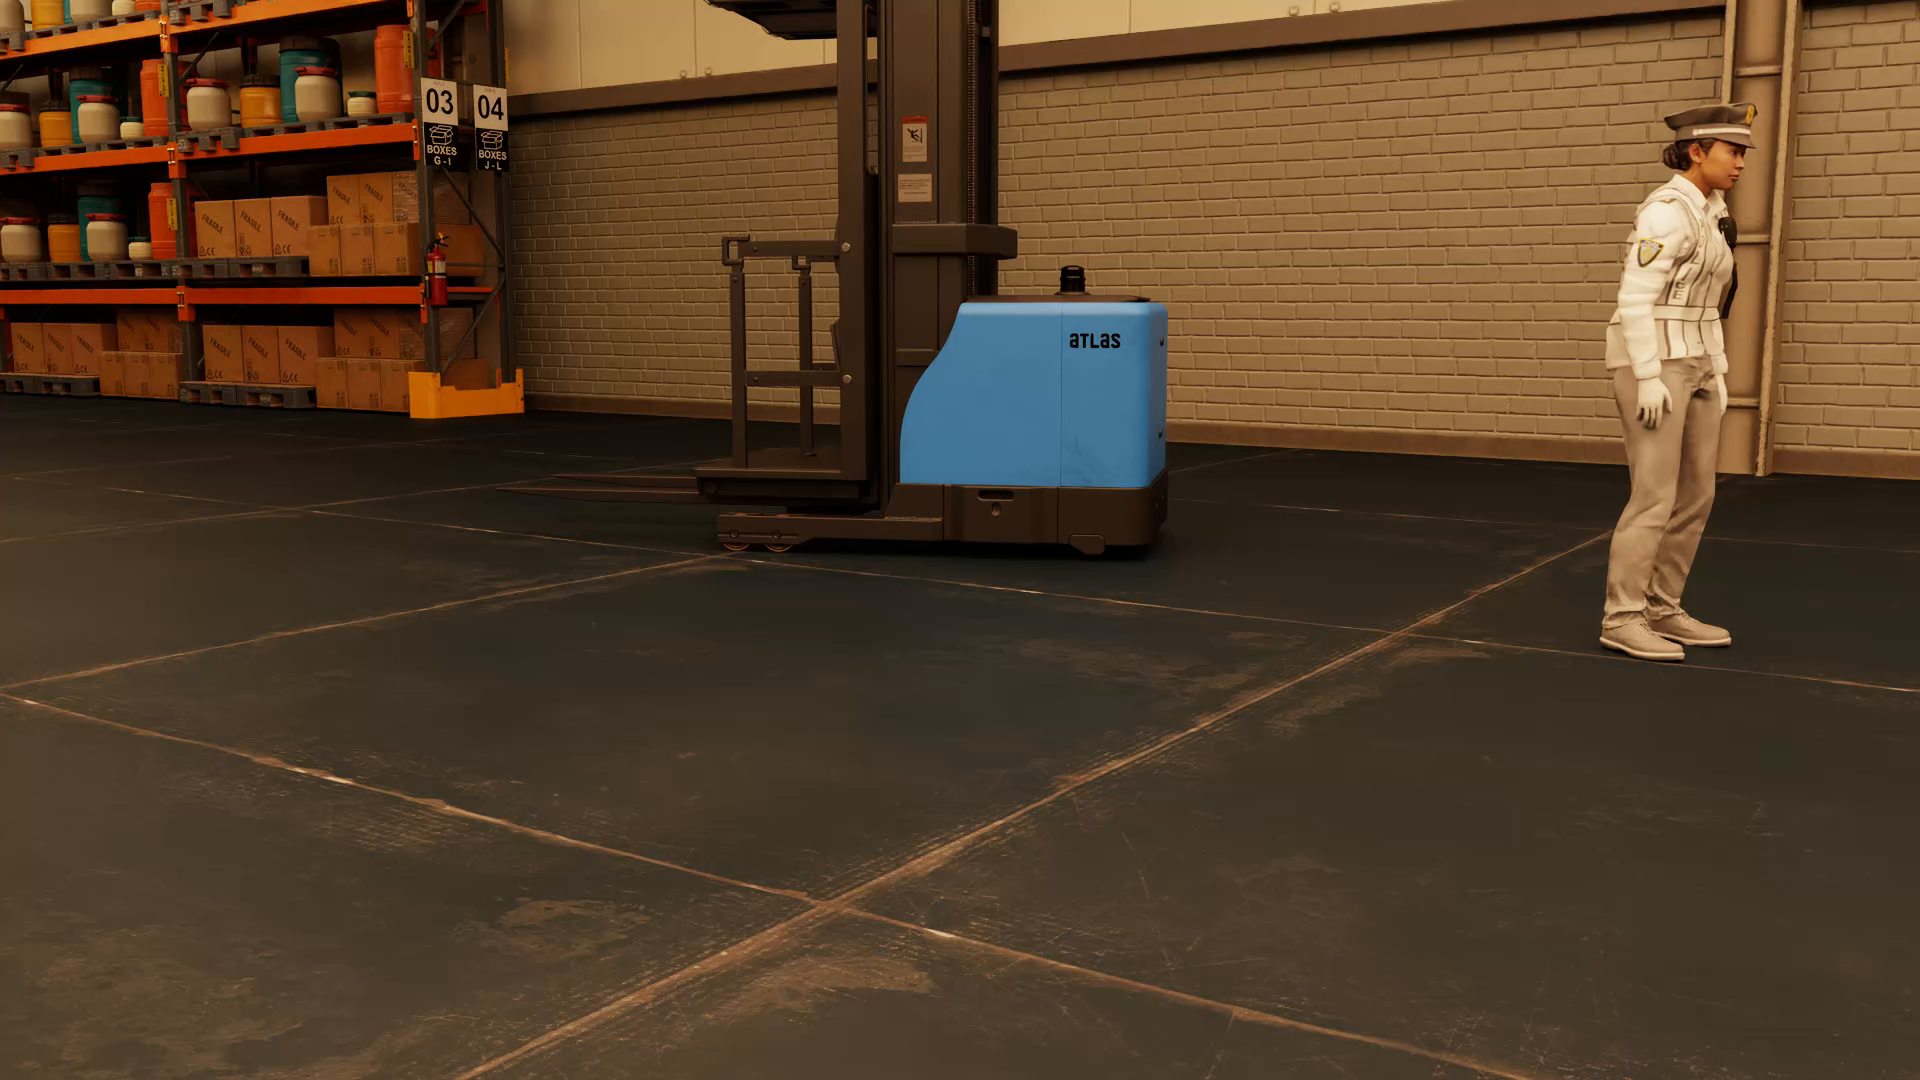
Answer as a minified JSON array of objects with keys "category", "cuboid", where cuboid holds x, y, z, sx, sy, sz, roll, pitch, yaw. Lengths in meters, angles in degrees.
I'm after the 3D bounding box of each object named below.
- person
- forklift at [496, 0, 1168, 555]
[{"category":"person","cuboid":[2.215,-0.490,5.147,0.529,1.664,0.375,-7,11,-41]},{"category":"forklift","cuboid":[-0.596,-1.469,7.520,3.031,2.935,1.130,2,8,12]}]
